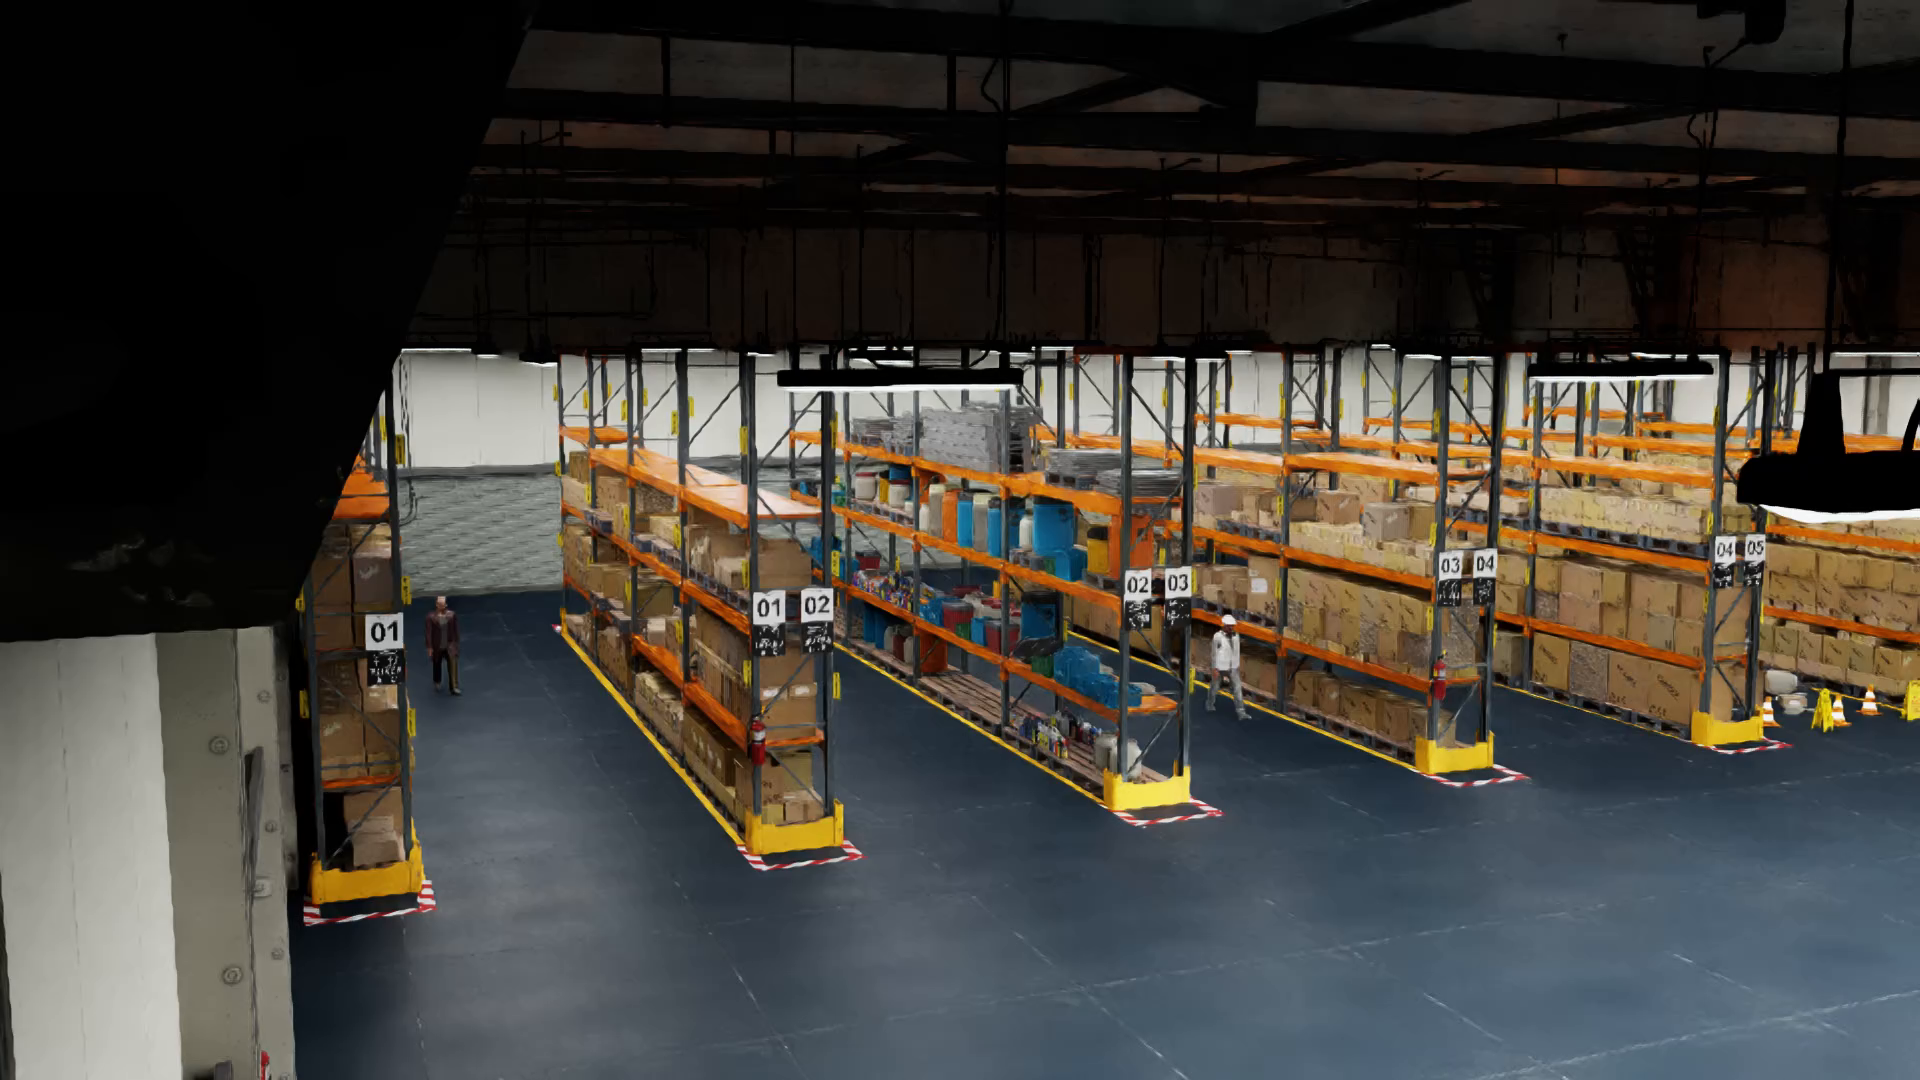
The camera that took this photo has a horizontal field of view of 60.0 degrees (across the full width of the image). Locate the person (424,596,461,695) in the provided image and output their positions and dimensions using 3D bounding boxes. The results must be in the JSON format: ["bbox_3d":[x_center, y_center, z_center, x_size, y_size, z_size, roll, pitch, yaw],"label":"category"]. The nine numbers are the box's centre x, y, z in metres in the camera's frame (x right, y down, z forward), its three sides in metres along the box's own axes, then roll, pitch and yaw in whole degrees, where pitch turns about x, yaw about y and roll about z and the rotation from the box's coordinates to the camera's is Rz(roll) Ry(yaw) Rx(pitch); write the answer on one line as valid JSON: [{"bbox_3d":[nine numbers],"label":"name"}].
[{"bbox_3d":[-8.983,1.805,28.865,0.601,1.696,1.137,-3,8,-23],"label":"person"}]

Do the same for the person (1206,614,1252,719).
[{"bbox_3d":[4.335,2.032,27.084,0.544,1.678,1.100,-2,8,-17],"label":"person"}]
